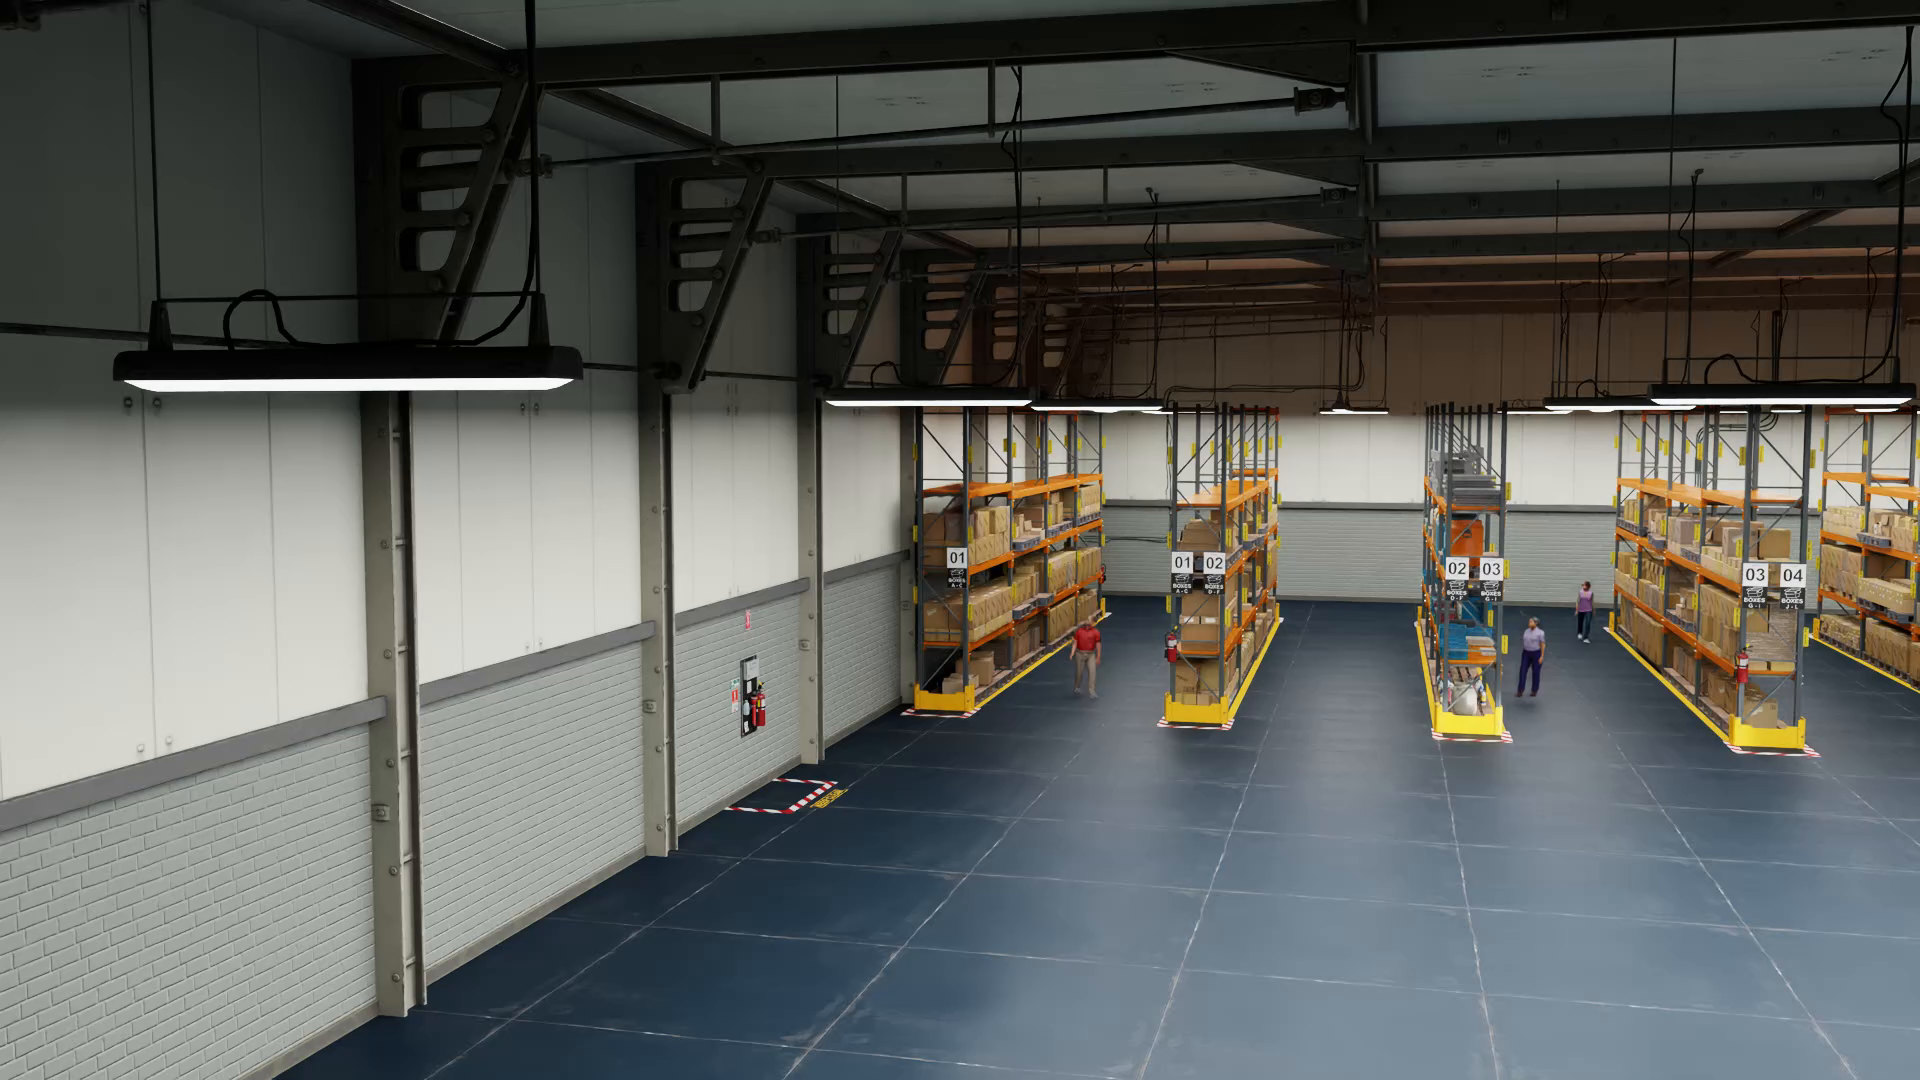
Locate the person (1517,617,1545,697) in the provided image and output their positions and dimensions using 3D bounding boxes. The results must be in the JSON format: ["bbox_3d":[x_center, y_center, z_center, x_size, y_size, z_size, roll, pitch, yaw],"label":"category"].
[{"bbox_3d":[11.700,2.408,34.030,0.506,1.626,0.558,3,5,39],"label":"person"}]

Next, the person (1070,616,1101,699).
[{"bbox_3d":[2.560,2.387,33.968,0.663,1.661,1.028,-1,4,-8],"label":"person"}]

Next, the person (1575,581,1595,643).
[{"bbox_3d":[15.916,1.812,42.327,0.492,1.557,0.823,1,4,14],"label":"person"}]
